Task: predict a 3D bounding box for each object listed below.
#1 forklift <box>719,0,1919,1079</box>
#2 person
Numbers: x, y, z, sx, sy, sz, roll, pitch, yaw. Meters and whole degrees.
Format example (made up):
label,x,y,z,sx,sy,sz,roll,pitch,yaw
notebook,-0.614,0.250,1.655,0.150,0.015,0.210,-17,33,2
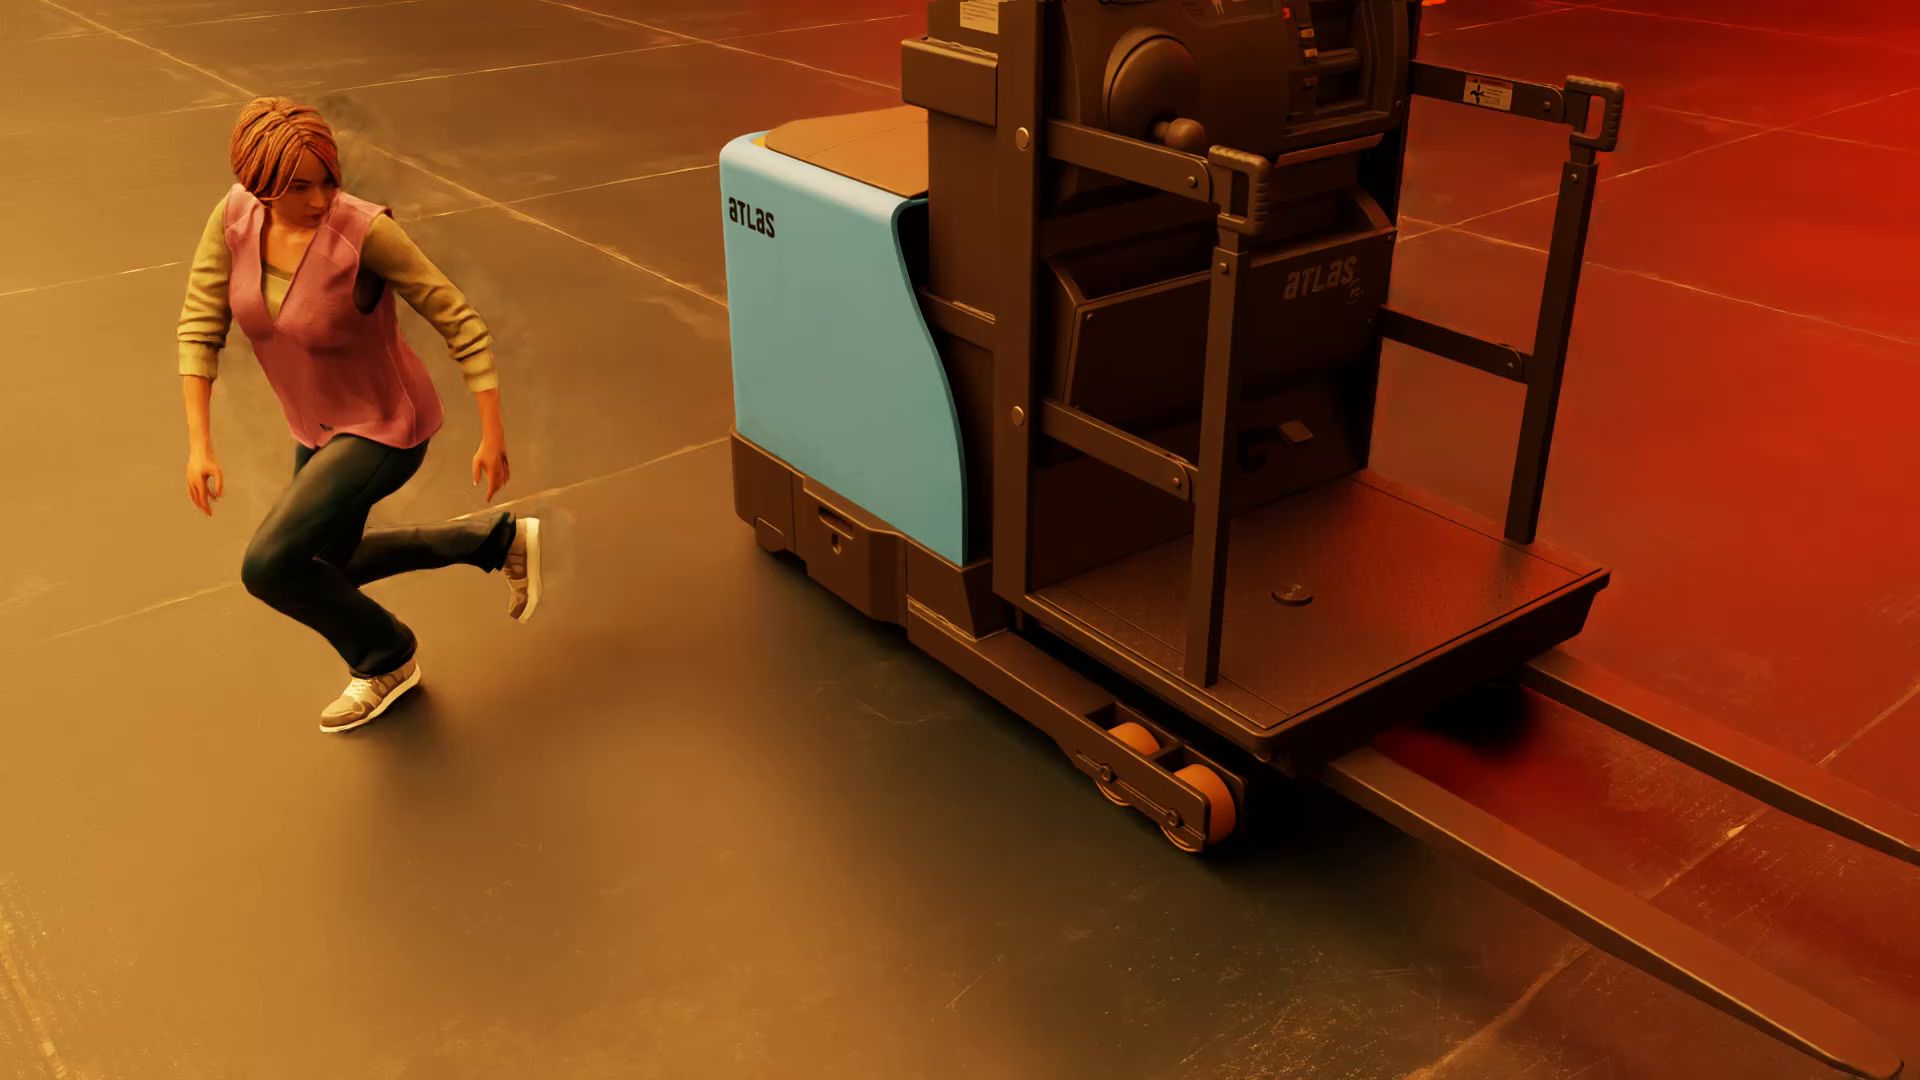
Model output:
label,x,y,z,sx,sy,sz,roll,pitch,yaw
forklift,0.686,-0.950,3.119,1.130,2.935,3.031,-19,32,-33
person,-1.224,-0.259,3.509,0.542,1.388,0.749,20,32,34
